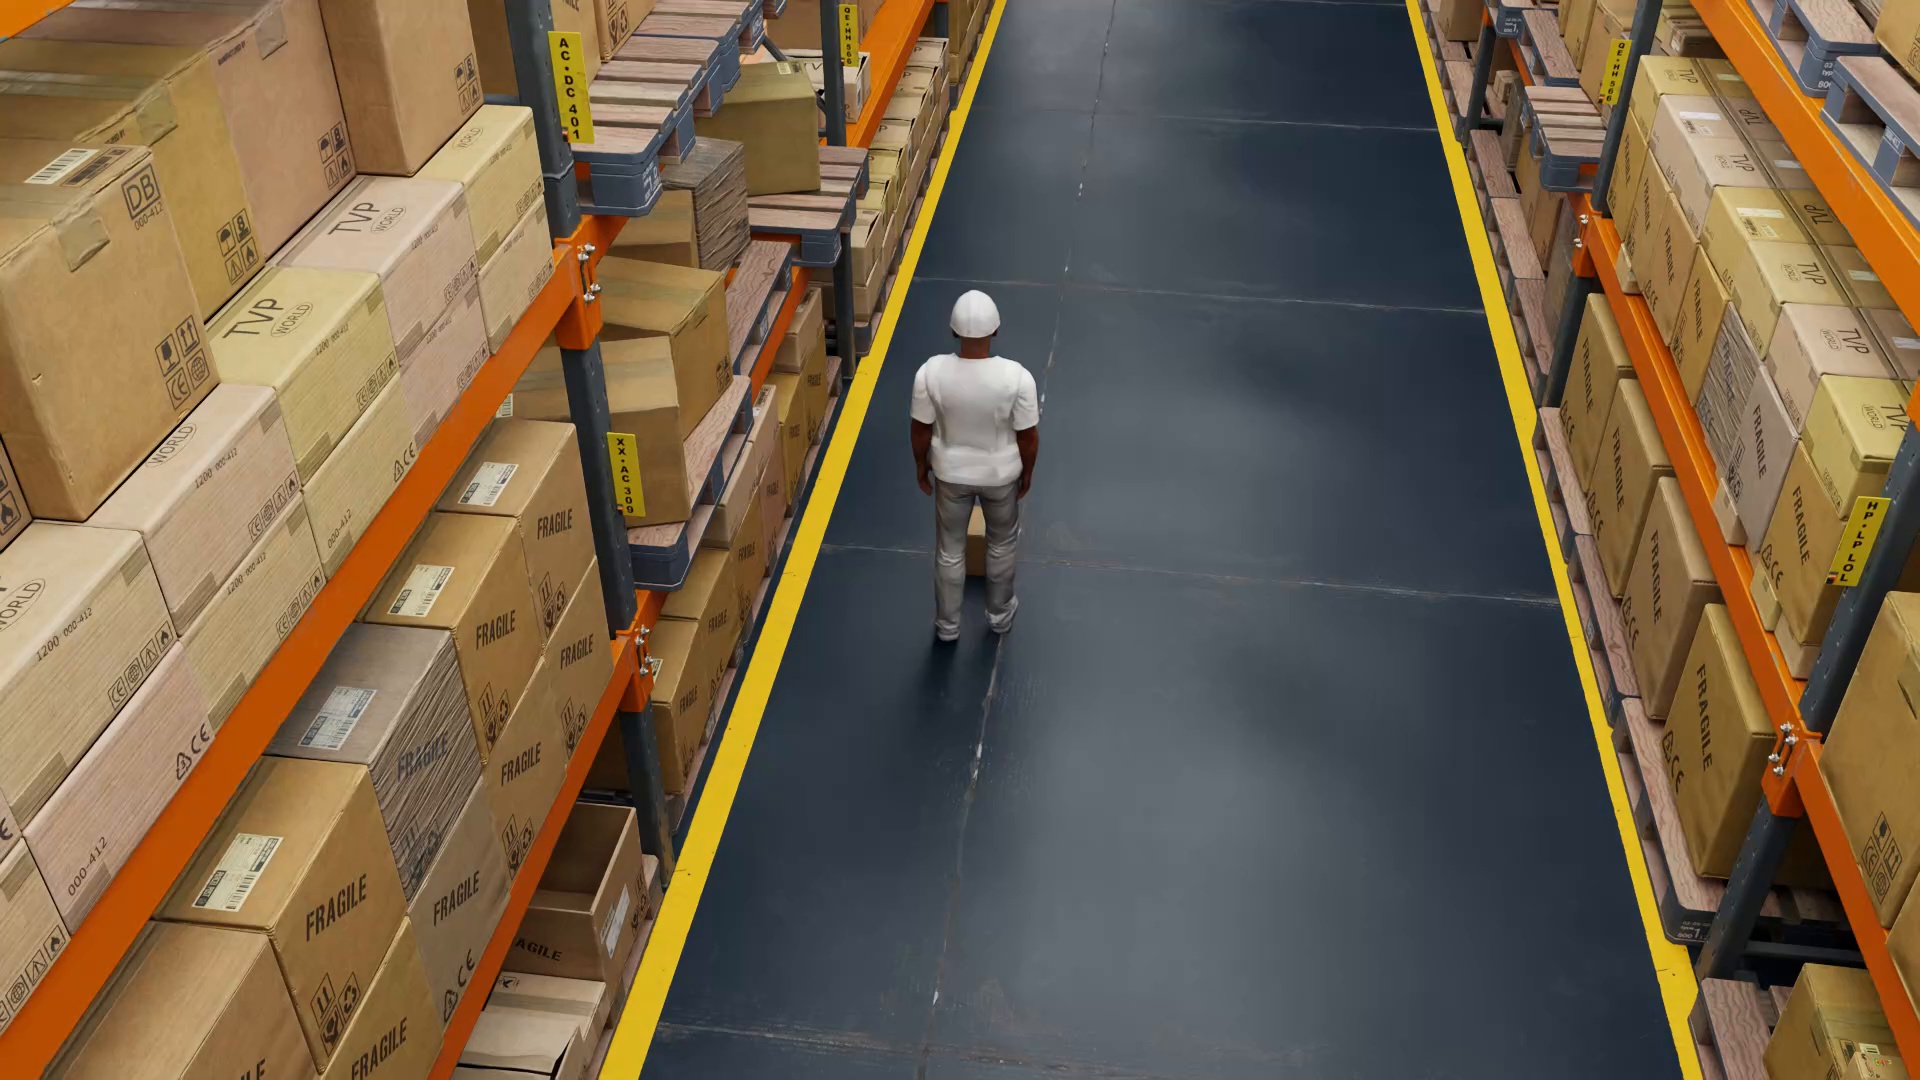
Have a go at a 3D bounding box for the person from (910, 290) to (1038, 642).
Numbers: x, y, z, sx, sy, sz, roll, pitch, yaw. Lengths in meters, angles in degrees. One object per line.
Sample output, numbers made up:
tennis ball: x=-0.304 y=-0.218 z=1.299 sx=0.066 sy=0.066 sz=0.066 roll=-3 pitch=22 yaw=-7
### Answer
person: x=0.069 y=-0.320 z=7.485 sx=0.564 sy=1.789 sz=0.418 roll=5 pitch=36 yaw=6
